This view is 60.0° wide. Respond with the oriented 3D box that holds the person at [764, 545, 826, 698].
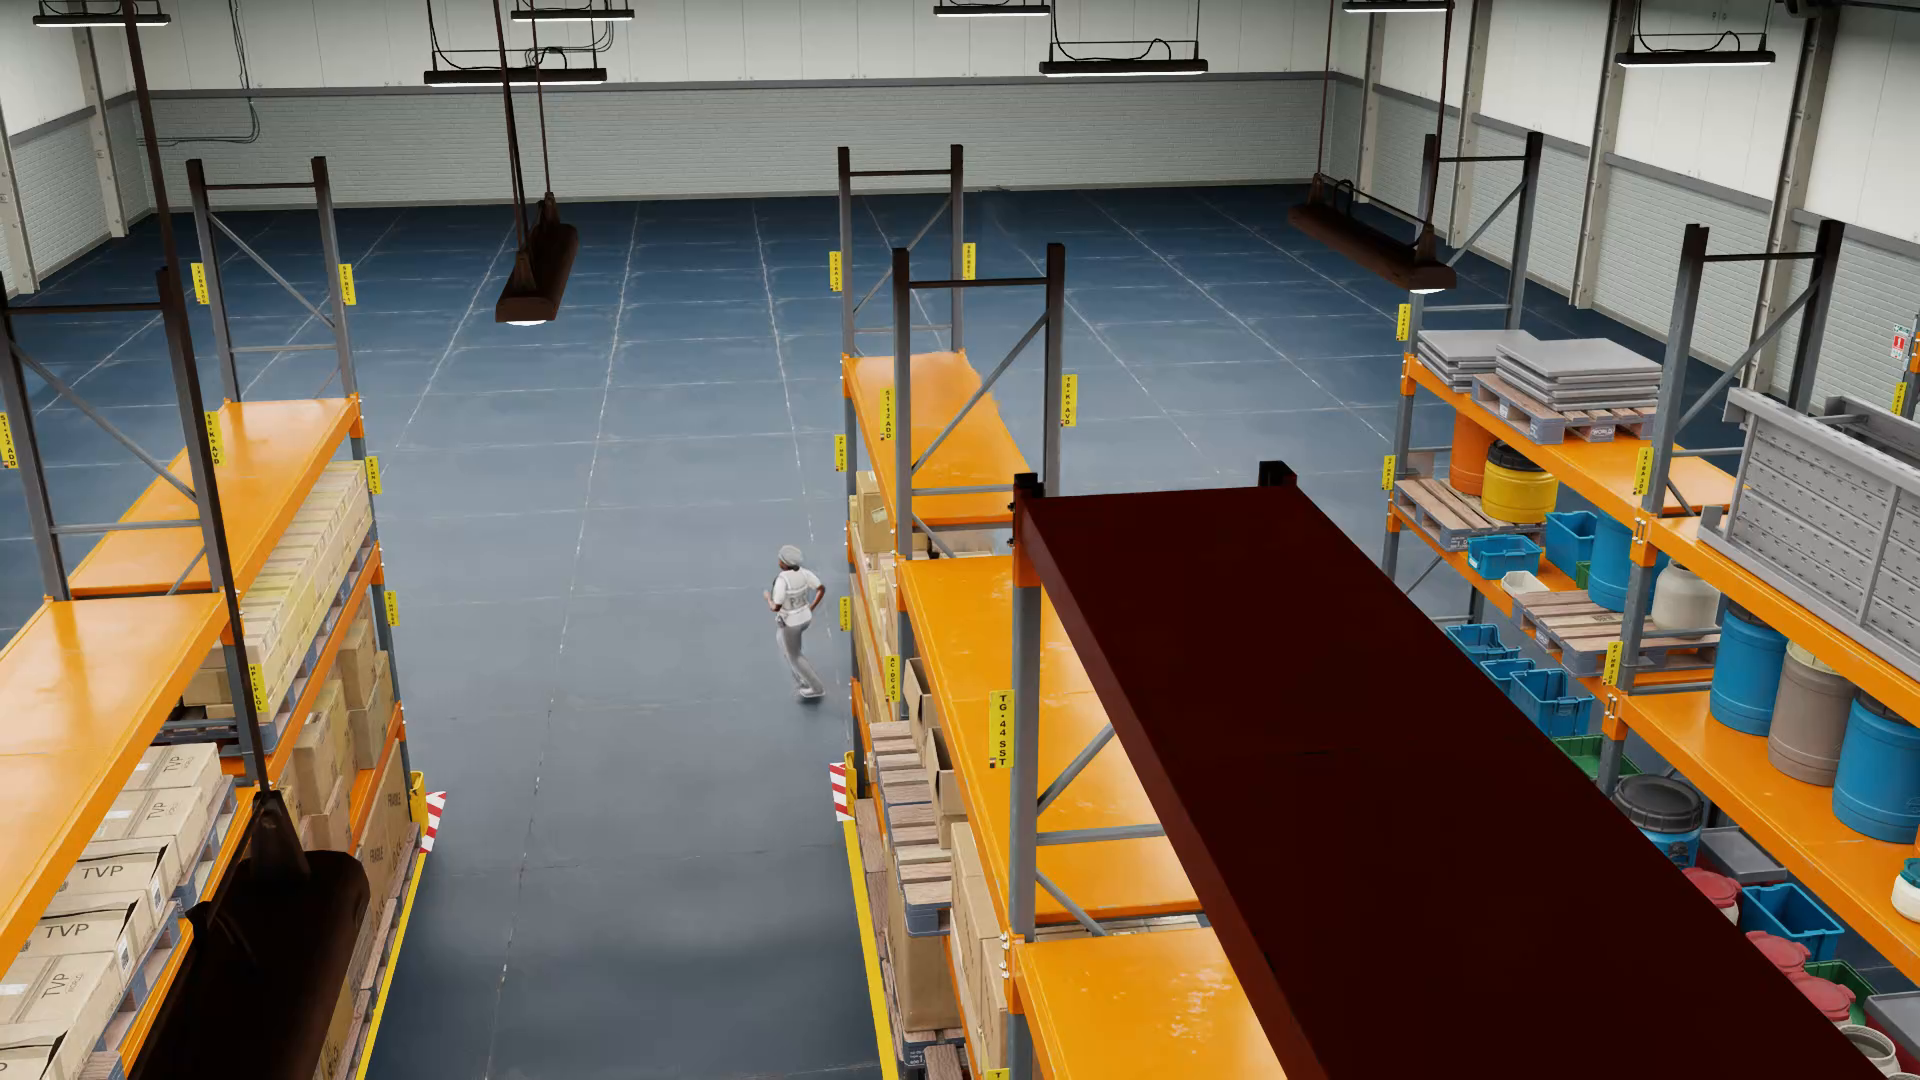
[{"bbox_3d":[-1.719,0.851,17.226,0.696,1.682,0.563,13,25,29],"label":"person"}]
